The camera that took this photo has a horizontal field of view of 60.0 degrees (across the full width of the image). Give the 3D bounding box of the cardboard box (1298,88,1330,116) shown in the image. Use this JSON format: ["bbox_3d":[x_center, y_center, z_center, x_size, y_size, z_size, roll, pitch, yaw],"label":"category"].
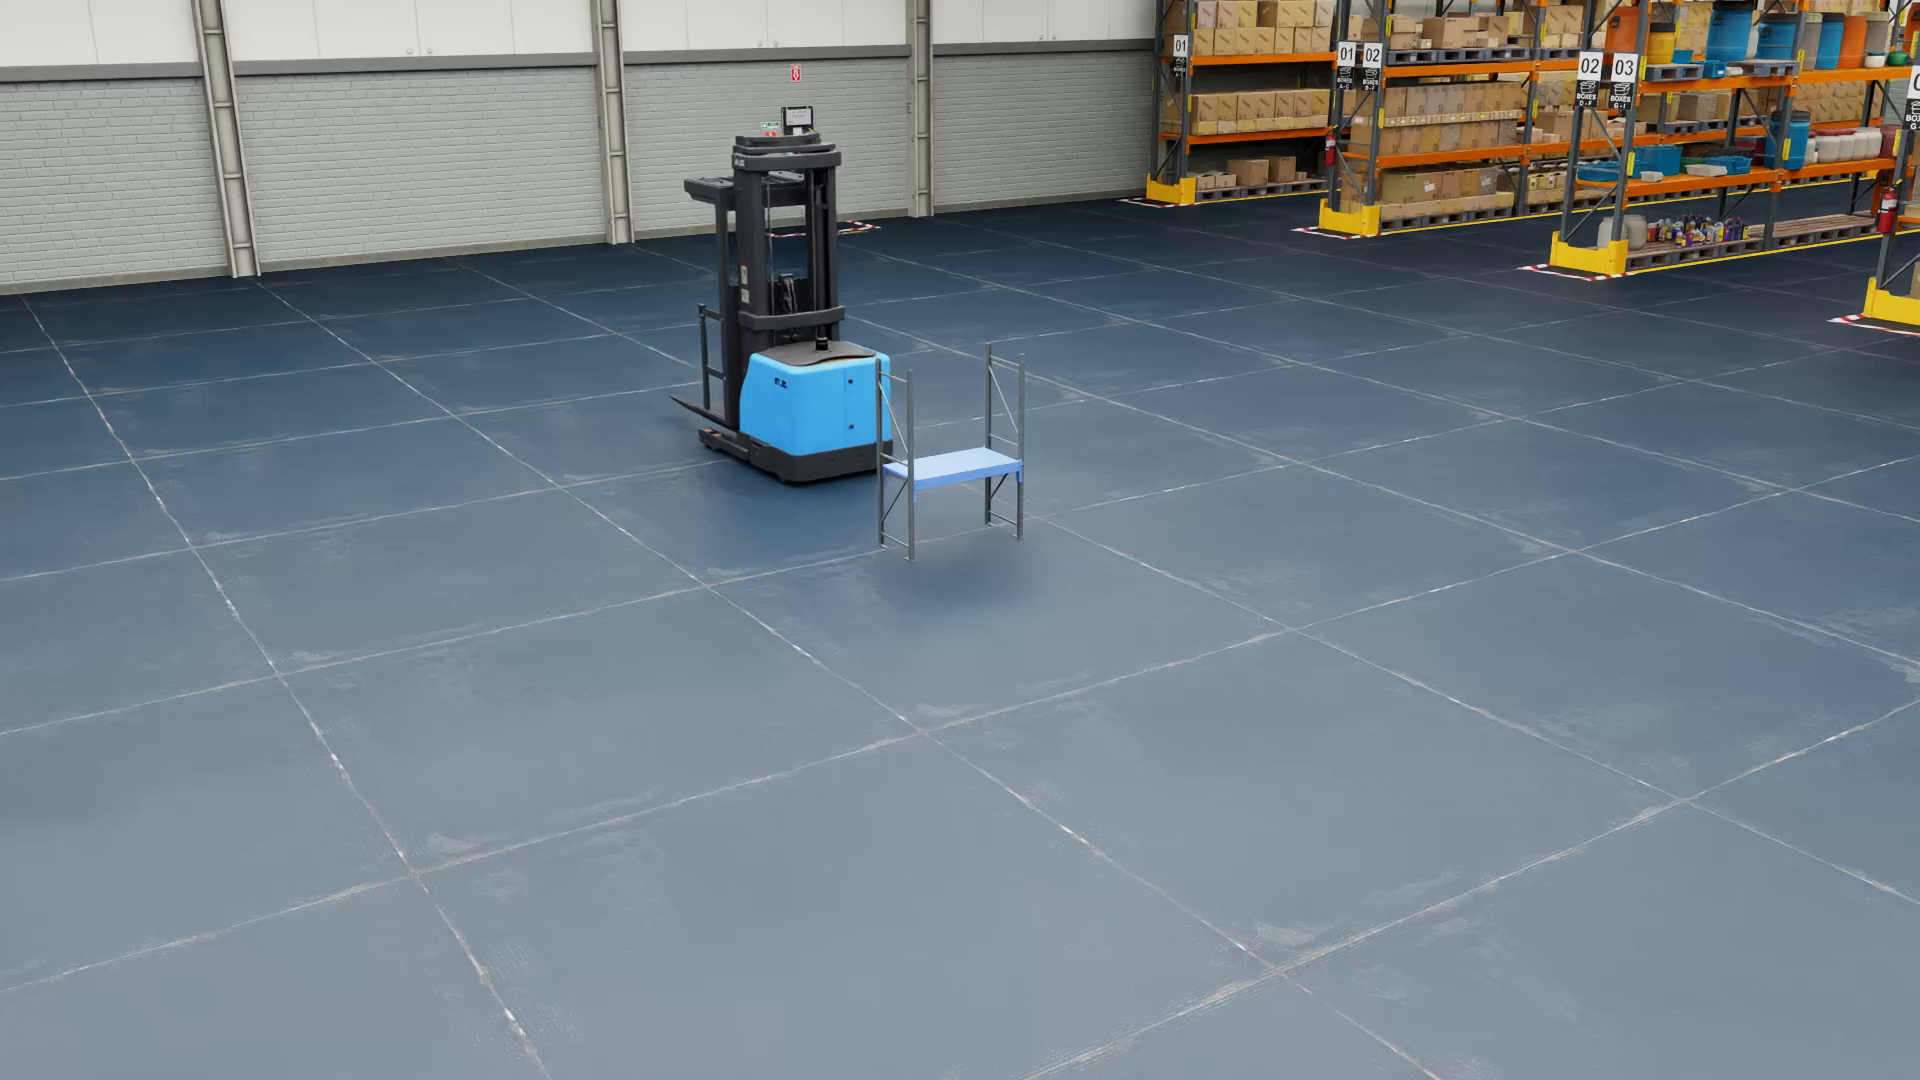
[{"bbox_3d":[7.276,-9.056,34.381,0.500,0.500,0.500,-12,22,-32],"label":"cardboard box"}]

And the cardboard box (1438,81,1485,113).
[{"bbox_3d":[9.021,-8.009,30.070,0.500,0.500,0.700,-12,22,-31],"label":"cardboard box"}]

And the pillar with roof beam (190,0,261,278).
[{"bbox_3d":[-8.397,-7.099,20.191,0.400,9.000,9.100,-12,22,-31],"label":"pillar with roof beam"}]

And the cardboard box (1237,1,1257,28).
[{"bbox_3d":[5.484,-10.347,32.733,0.500,0.500,0.500,-11,22,-30],"label":"cardboard box"}]

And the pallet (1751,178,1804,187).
[{"bbox_3d":[17.484,-7.813,36.026,1.213,0.211,1.003,-12,22,-31],"label":"pallet"}]

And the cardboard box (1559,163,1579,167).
[{"bbox_3d":[12.109,-7.273,32.837,0.500,0.311,0.500,-13,22,-33],"label":"cardboard box"}]

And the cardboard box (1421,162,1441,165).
[{"bbox_3d":[10.269,-8.517,36.969,0.500,0.500,0.700,-12,22,-31],"label":"cardboard box"}]

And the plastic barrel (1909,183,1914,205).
[{"bbox_3d":[17.112,-6.218,30.182,0.421,0.512,0.421,0,19,0],"label":"plastic barrel"}]

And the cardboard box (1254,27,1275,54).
[{"bbox_3d":[5.912,-9.972,33.186,0.500,0.500,0.500,-10,21,-28],"label":"cardboard box"}]

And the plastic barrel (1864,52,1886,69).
[{"bbox_3d":[15.356,-8.052,27.912,0.301,0.262,0.301,0,19,0],"label":"plastic barrel"}]

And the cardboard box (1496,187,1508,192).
[{"bbox_3d":[10.415,-6.651,31.873,0.500,0.250,0.500,-12,22,-32],"label":"cardboard box"}]

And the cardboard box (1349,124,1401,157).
[{"bbox_3d":[7.285,-7.026,29.187,0.500,0.500,0.700,-12,22,-31],"label":"cardboard box"}]

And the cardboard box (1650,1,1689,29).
[{"bbox_3d":[13.937,-10.326,32.704,0.500,0.500,0.500,-12,22,-31],"label":"cardboard box"}]

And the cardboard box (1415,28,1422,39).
[{"bbox_3d":[8.169,-8.915,29.513,0.500,0.311,0.500,-9,21,-25],"label":"cardboard box"}]

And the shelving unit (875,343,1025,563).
[{"bbox_3d":[-0.071,-0.695,12.960,1.048,1.500,0.538,-12,22,-31],"label":"shelving unit"}]

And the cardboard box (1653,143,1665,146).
[{"bbox_3d":[16.993,-9.907,41.113,0.500,0.500,0.700,-12,22,-31],"label":"cardboard box"}]

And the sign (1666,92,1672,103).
[{"bbox_3d":[13.877,-8.709,32.515,0.005,0.325,0.100,-12,22,-31],"label":"sign"}]

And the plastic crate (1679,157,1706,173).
[{"bbox_3d":[11.660,-6.015,26.683,0.662,0.188,0.450,-12,22,-31],"label":"plastic crate"}]

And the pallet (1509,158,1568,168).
[{"bbox_3d":[13.579,-8.861,39.125,1.213,0.211,1.003,-12,22,-31],"label":"pallet"}]

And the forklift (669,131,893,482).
[{"bbox_3d":[-1.842,-2.309,15.498,1.130,2.935,3.031,-12,22,-32],"label":"forklift"}]

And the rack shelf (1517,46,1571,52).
[{"bbox_3d":[12.512,-11.066,37.732,4.000,0.370,1.077,-12,22,-31],"label":"rack shelf"}]

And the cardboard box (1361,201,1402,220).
[{"bbox_3d":[7.458,-5.831,29.447,0.500,0.250,0.500,-12,22,-31],"label":"cardboard box"}]

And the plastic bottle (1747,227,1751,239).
[{"bbox_3d":[12.818,-5.014,27.075,0.097,0.201,0.097,0,19,0],"label":"plastic bottle"}]

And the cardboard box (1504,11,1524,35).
[{"bbox_3d":[12.504,-11.702,37.650,0.500,0.500,0.700,-12,22,-31],"label":"cardboard box"}]

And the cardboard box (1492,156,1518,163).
[{"bbox_3d":[12.263,-9.061,38.063,0.750,0.750,0.750,-12,22,-32],"label":"cardboard box"}]

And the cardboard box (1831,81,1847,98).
[{"bbox_3d":[18.749,-9.815,35.875,0.500,0.500,0.500,-11,22,-30],"label":"cardboard box"}]

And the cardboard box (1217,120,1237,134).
[{"bbox_3d":[5.168,-8.259,33.193,0.500,0.250,0.500,-13,22,-33],"label":"cardboard box"}]

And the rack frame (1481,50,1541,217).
[{"bbox_3d":[10.228,-7.604,31.054,0.127,3.000,1.000,-12,22,-31],"label":"rack frame"}]

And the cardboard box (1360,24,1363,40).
[{"bbox_3d":[8.516,-10.690,34.981,0.500,0.311,0.500,-11,22,-30],"label":"cardboard box"}]

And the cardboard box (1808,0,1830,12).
[{"bbox_3d":[17.790,-11.101,34.998,0.500,0.500,0.700,-12,22,-31],"label":"cardboard box"}]

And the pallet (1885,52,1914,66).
[{"bbox_3d":[16.983,-8.423,29.088,1.213,0.211,1.003,-12,22,-31],"label":"pallet"}]

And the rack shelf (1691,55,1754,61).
[{"bbox_3d":[15.239,-9.741,33.815,4.000,0.370,1.077,-12,22,-31],"label":"rack shelf"}]

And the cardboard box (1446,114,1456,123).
[{"bbox_3d":[8.618,-7.536,29.684,0.250,0.149,0.380,-12,22,-31],"label":"cardboard box"}]

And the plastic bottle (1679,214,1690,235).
[{"bbox_3d":[11.889,-5.168,27.296,0.185,0.351,0.144,-13,23,-34],"label":"plastic bottle"}]

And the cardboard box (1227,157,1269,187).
[{"bbox_3d":[5.904,-7.562,34.146,0.500,0.500,0.700,-14,23,-35],"label":"cardboard box"}]

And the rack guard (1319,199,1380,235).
[{"bbox_3d":[6.868,-5.711,29.358,0.348,0.500,1.175,-12,22,-31],"label":"rack guard"}]

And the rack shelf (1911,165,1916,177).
[{"bbox_3d":[17.960,-6.995,30.374,4.000,0.370,1.077,-12,22,-31],"label":"rack shelf"}]

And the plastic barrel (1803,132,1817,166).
[{"bbox_3d":[13.869,-6.453,27.436,0.433,0.535,0.433,0,19,0],"label":"plastic barrel"}]

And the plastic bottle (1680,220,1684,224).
[{"bbox_3d":[11.787,-5.094,27.203,0.097,0.271,0.097,0,19,0],"label":"plastic bottle"}]

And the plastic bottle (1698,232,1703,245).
[{"bbox_3d":[11.747,-4.788,26.407,0.097,0.201,0.097,0,19,0],"label":"plastic bottle"}]

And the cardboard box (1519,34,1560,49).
[{"bbox_3d":[10.748,-9.259,30.844,0.500,0.250,0.500,-9,21,-26],"label":"cardboard box"}]

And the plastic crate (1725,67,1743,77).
[{"bbox_3d":[11.831,-7.184,25.539,0.396,0.136,0.243,-12,22,-31],"label":"plastic crate"}]

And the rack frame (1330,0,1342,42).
[{"bbox_3d":[7.501,-11.771,34.011,0.127,3.000,1.000,-12,22,-31],"label":"rack frame"}]

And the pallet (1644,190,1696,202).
[{"bbox_3d":[14.213,-7.109,33.944,1.213,0.211,1.003,-12,22,-31],"label":"pallet"}]

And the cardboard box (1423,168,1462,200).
[{"bbox_3d":[8.712,-6.450,30.106,0.500,0.500,0.500,-12,22,-31],"label":"cardboard box"}]

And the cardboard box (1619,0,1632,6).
[{"bbox_3d":[15.358,-12.432,38.902,0.500,0.500,0.500,-12,22,-33],"label":"cardboard box"}]

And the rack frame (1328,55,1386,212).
[{"bbox_3d":[6.888,-6.900,28.970,0.127,3.000,1.000,-12,22,-31],"label":"rack frame"}]

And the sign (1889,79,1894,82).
[{"bbox_3d":[20.539,-10.264,36.621,0.005,0.325,0.100,-12,22,-31],"label":"sign"}]

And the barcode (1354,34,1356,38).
[{"bbox_3d":[6.874,-8.778,28.936,0.075,0.075,0.001,-12,22,-31],"label":"barcode"}]

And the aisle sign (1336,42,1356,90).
[{"bbox_3d":[6.671,-8.198,28.752,0.004,0.787,0.394,-12,22,-31],"label":"aisle sign"}]

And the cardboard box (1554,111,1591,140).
[{"bbox_3d":[11.737,-7.964,31.961,0.500,0.500,0.500,-12,22,-31],"label":"cardboard box"}]

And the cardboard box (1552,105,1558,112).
[{"bbox_3d":[13.617,-10.009,38.527,0.250,0.149,0.380,-11,22,-30],"label":"cardboard box"}]

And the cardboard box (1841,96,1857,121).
[{"bbox_3d":[19.175,-9.435,36.313,0.500,0.500,0.500,-12,22,-31],"label":"cardboard box"}]
